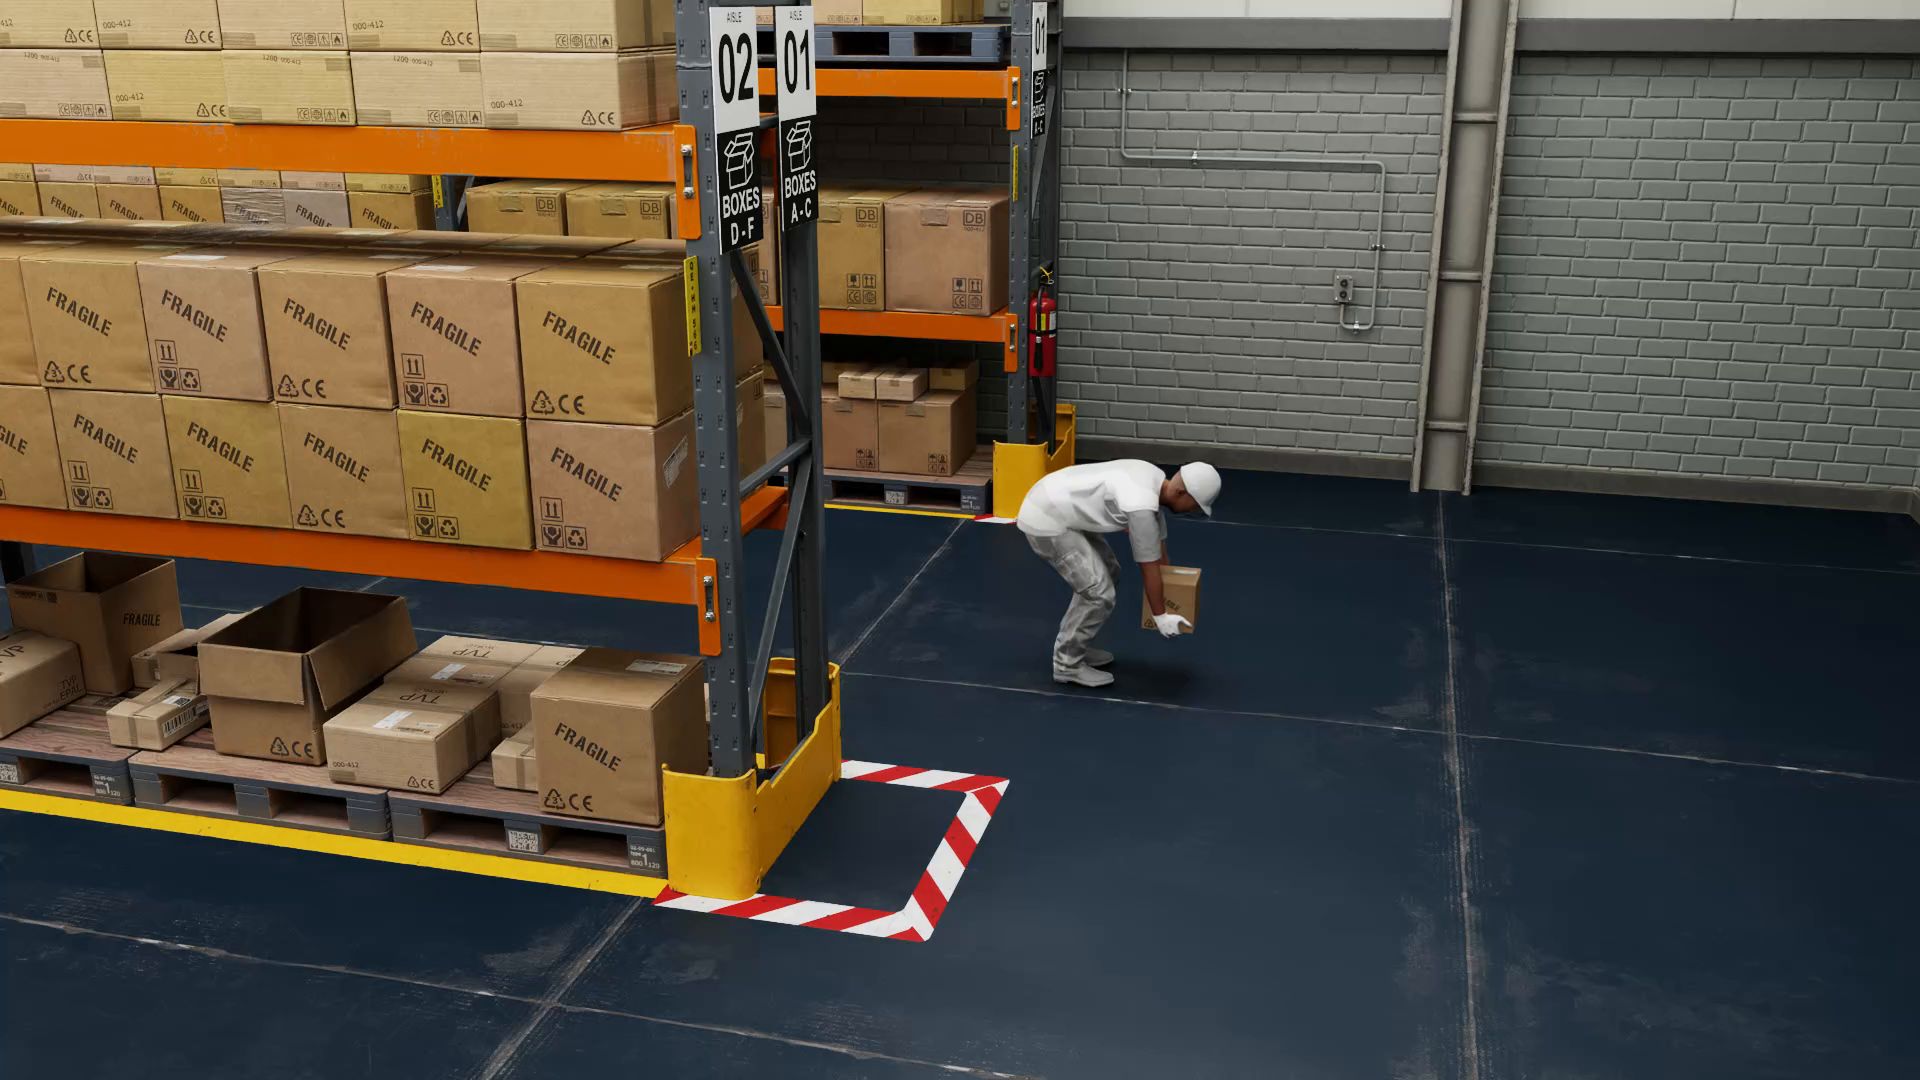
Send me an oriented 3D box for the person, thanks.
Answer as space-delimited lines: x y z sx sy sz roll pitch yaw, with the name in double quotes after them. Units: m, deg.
0.767 0.140 8.152 0.974 1.124 0.520 4 18 11 "person"
